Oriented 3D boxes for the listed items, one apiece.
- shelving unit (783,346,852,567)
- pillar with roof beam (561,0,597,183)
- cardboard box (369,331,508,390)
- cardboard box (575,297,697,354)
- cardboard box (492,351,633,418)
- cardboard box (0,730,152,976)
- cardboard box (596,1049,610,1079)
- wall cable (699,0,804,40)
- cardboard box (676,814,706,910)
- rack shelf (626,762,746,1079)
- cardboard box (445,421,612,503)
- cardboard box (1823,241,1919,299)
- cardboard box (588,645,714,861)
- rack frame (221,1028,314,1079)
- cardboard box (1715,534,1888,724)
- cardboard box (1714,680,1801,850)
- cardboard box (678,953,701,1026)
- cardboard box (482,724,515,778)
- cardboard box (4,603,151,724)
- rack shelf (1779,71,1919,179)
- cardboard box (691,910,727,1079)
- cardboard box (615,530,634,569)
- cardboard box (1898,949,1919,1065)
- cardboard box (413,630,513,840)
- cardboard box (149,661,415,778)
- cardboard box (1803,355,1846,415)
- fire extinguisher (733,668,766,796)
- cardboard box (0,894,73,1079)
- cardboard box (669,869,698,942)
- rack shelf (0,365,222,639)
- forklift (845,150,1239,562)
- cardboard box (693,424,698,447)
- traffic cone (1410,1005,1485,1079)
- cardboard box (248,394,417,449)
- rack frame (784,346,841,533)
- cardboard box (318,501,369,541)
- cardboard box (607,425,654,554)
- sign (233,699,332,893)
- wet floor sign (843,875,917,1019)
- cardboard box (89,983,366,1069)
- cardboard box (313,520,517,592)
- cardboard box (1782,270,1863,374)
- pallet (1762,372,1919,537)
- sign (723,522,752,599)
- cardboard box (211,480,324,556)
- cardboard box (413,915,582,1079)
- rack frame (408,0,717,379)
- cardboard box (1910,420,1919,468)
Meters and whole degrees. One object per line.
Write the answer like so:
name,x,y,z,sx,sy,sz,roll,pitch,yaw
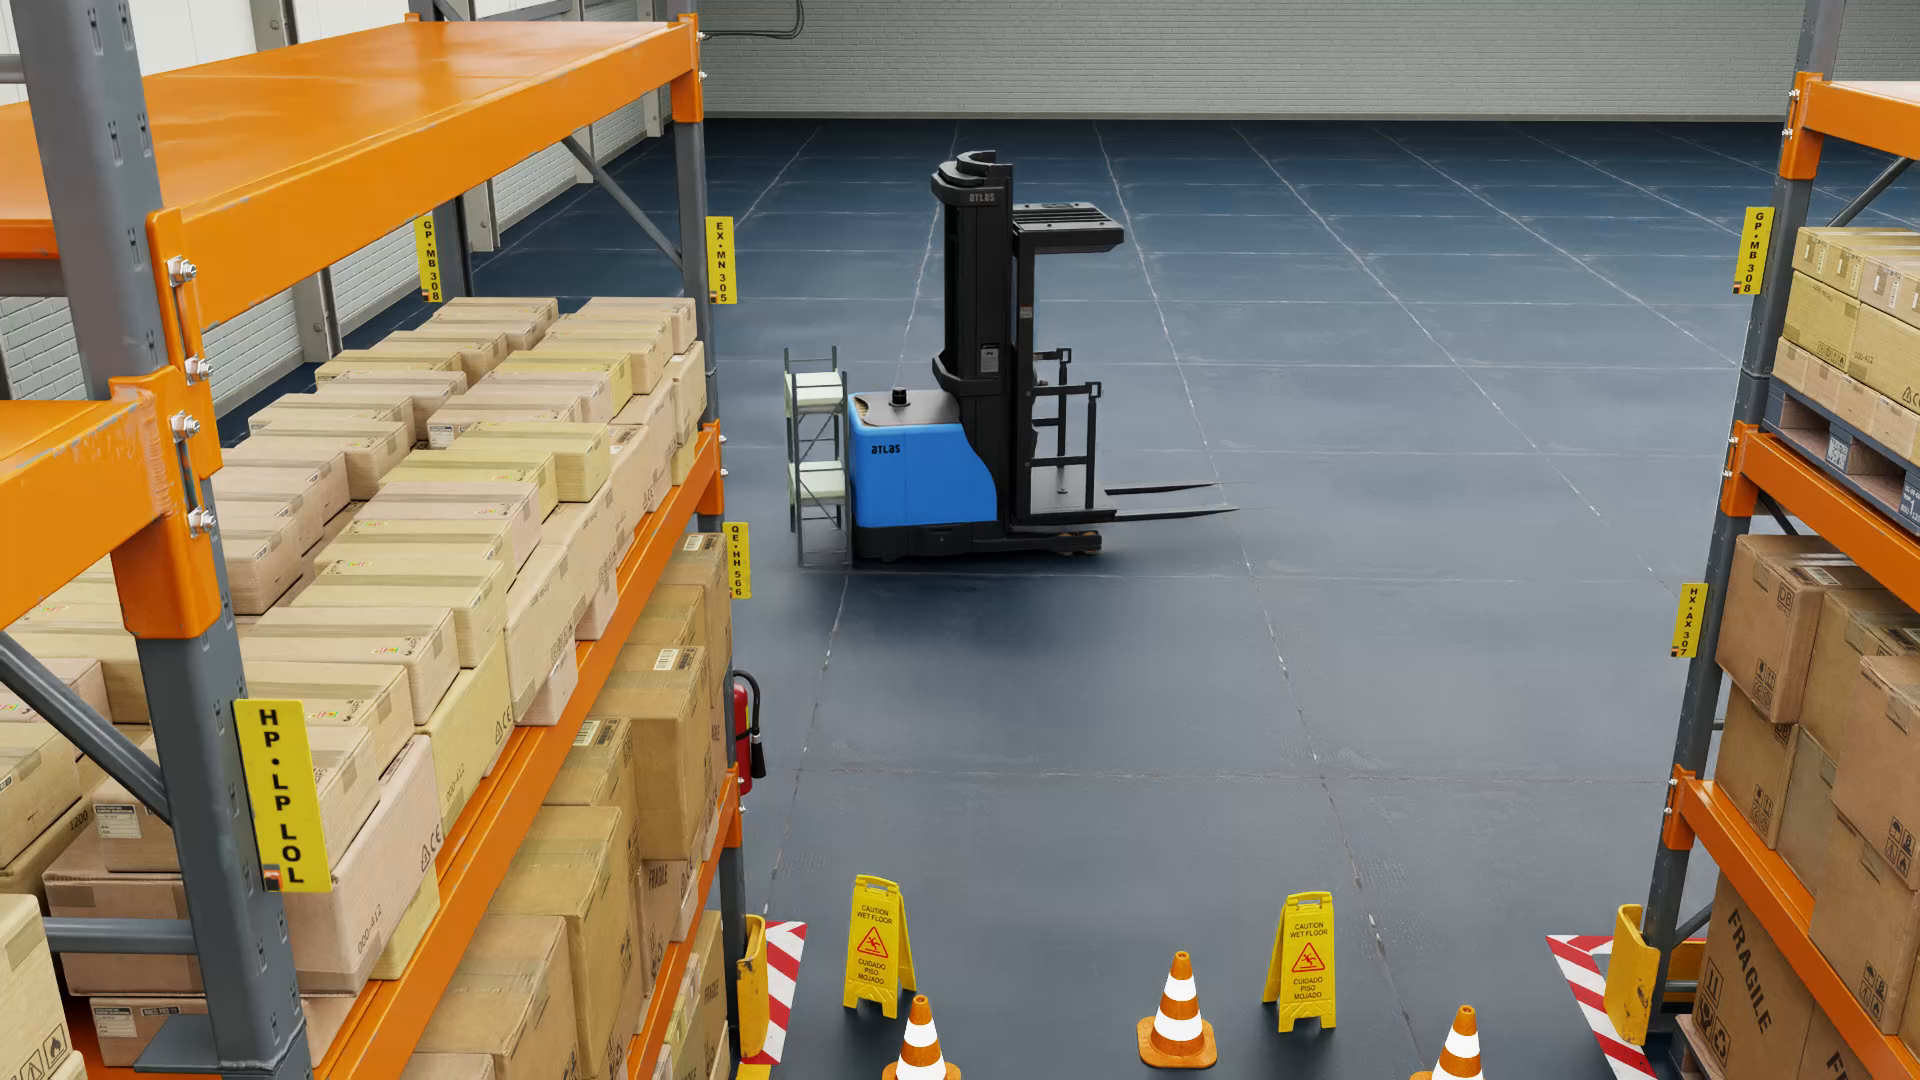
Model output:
shelving unit,-1.080,-0.641,12.609,0.431,1.500,0.755,-4,21,-9
pillar with roof beam,-2.293,-10.481,27.602,9.100,9.000,0.400,1,21,2
cardboard box,-1.718,-0.589,5.497,0.380,0.149,0.250,1,21,2
cardboard box,-1.158,-0.770,5.966,0.380,0.149,0.250,1,21,2
cardboard box,-1.253,-0.494,5.253,0.380,0.149,0.250,1,21,2
cardboard box,-1.820,0.573,3.054,0.500,0.250,0.500,0,21,1
cardboard box,-1.252,1.499,4.469,0.500,0.500,0.500,0,21,1
wall cable,-5.002,-12.301,36.584,3.097,2.526,0.112,1,21,2
cardboard box,-1.204,0.952,5.879,0.500,0.500,0.500,1,21,2
rack shelf,-1.504,1.816,5.197,1.077,0.370,4.000,1,21,2
cardboard box,-1.171,-0.215,4.536,0.380,0.149,0.250,1,21,3
cardboard box,3.171,-0.912,5.613,0.380,0.149,0.250,1,21,2
cardboard box,-1.176,0.661,5.246,0.700,0.500,0.500,0,21,1
rack frame,-1.564,2.204,3.203,1.000,3.000,0.127,1,21,2
cardboard box,3.458,0.336,6.317,0.875,0.550,0.550,1,21,2
cardboard box,3.542,0.840,6.510,0.875,0.550,0.550,1,21,2
cardboard box,-1.150,1.617,6.001,0.380,0.149,0.250,1,21,3
cardboard box,-1.282,0.441,3.947,0.380,0.149,0.250,0,21,0
cardboard box,-1.744,0.246,3.348,0.380,0.149,0.250,1,21,3
rack shelf,3.447,-0.777,4.138,1.077,0.370,4.000,1,21,2
cardboard box,-1.206,1.786,6.462,0.500,0.500,0.500,1,21,2
cardboard box,-1.225,-0.024,5.146,0.380,0.149,0.250,0,21,1
cardboard box,3.430,1.432,4.984,0.875,0.550,0.500,1,21,2
cardboard box,-1.271,0.394,3.517,0.500,0.250,0.500,0,21,1
cardboard box,-1.250,0.346,3.089,0.380,0.149,0.250,1,21,3
cardboard box,3.170,-0.536,5.745,0.380,0.149,0.250,1,21,2
fire extinguisher,-0.979,0.757,7.038,0.296,0.674,0.183,1,21,2
cardboard box,-1.455,0.657,1.978,0.500,0.250,0.500,1,21,3
cardboard box,-1.144,1.291,5.903,0.380,0.149,0.250,1,21,3
rack shelf,-1.625,0.652,0.457,1.077,0.370,4.000,1,21,2
forklift,0.642,-1.433,12.669,3.031,2.935,1.130,-3,21,-9
cardboard box,-1.174,-0.392,6.093,0.380,0.149,0.250,1,21,2
traffic cone,2.073,2.134,6.889,0.336,0.463,0.334,1,21,2
cardboard box,-1.802,-0.314,4.791,0.380,0.149,0.250,1,21,3
rack frame,-1.142,-0.772,12.945,0.400,1.500,0.023,-4,21,-9
cardboard box,-1.776,0.023,4.472,0.500,0.250,0.500,1,21,3
cardboard box,-1.216,-0.152,4.925,0.500,0.250,0.500,1,21,3
sign,-1.010,0.385,2.483,0.100,0.325,0.005,1,21,2
wet floor sign,-0.367,1.798,7.503,0.267,0.644,0.232,8,23,20
cardboard box,-1.307,0.811,2.992,0.380,0.149,0.250,0,21,1
cardboard box,-1.241,0.066,3.812,0.380,0.149,0.250,0,21,0
cardboard box,3.237,-0.763,5.779,0.500,0.250,0.500,1,21,2
pallet,3.496,-0.314,5.666,1.003,0.211,1.213,1,21,2
sign,-0.889,0.083,6.630,0.100,0.325,0.005,1,21,2
cardboard box,-1.801,-0.036,4.074,0.380,0.149,0.250,1,21,2
cardboard box,-1.297,1.211,3.830,0.700,0.500,0.500,1,21,2
rack frame,-1.443,-2.040,5.845,1.000,3.000,0.127,1,21,2
cardboard box,3.147,-0.263,5.042,0.380,0.149,0.250,1,21,2
